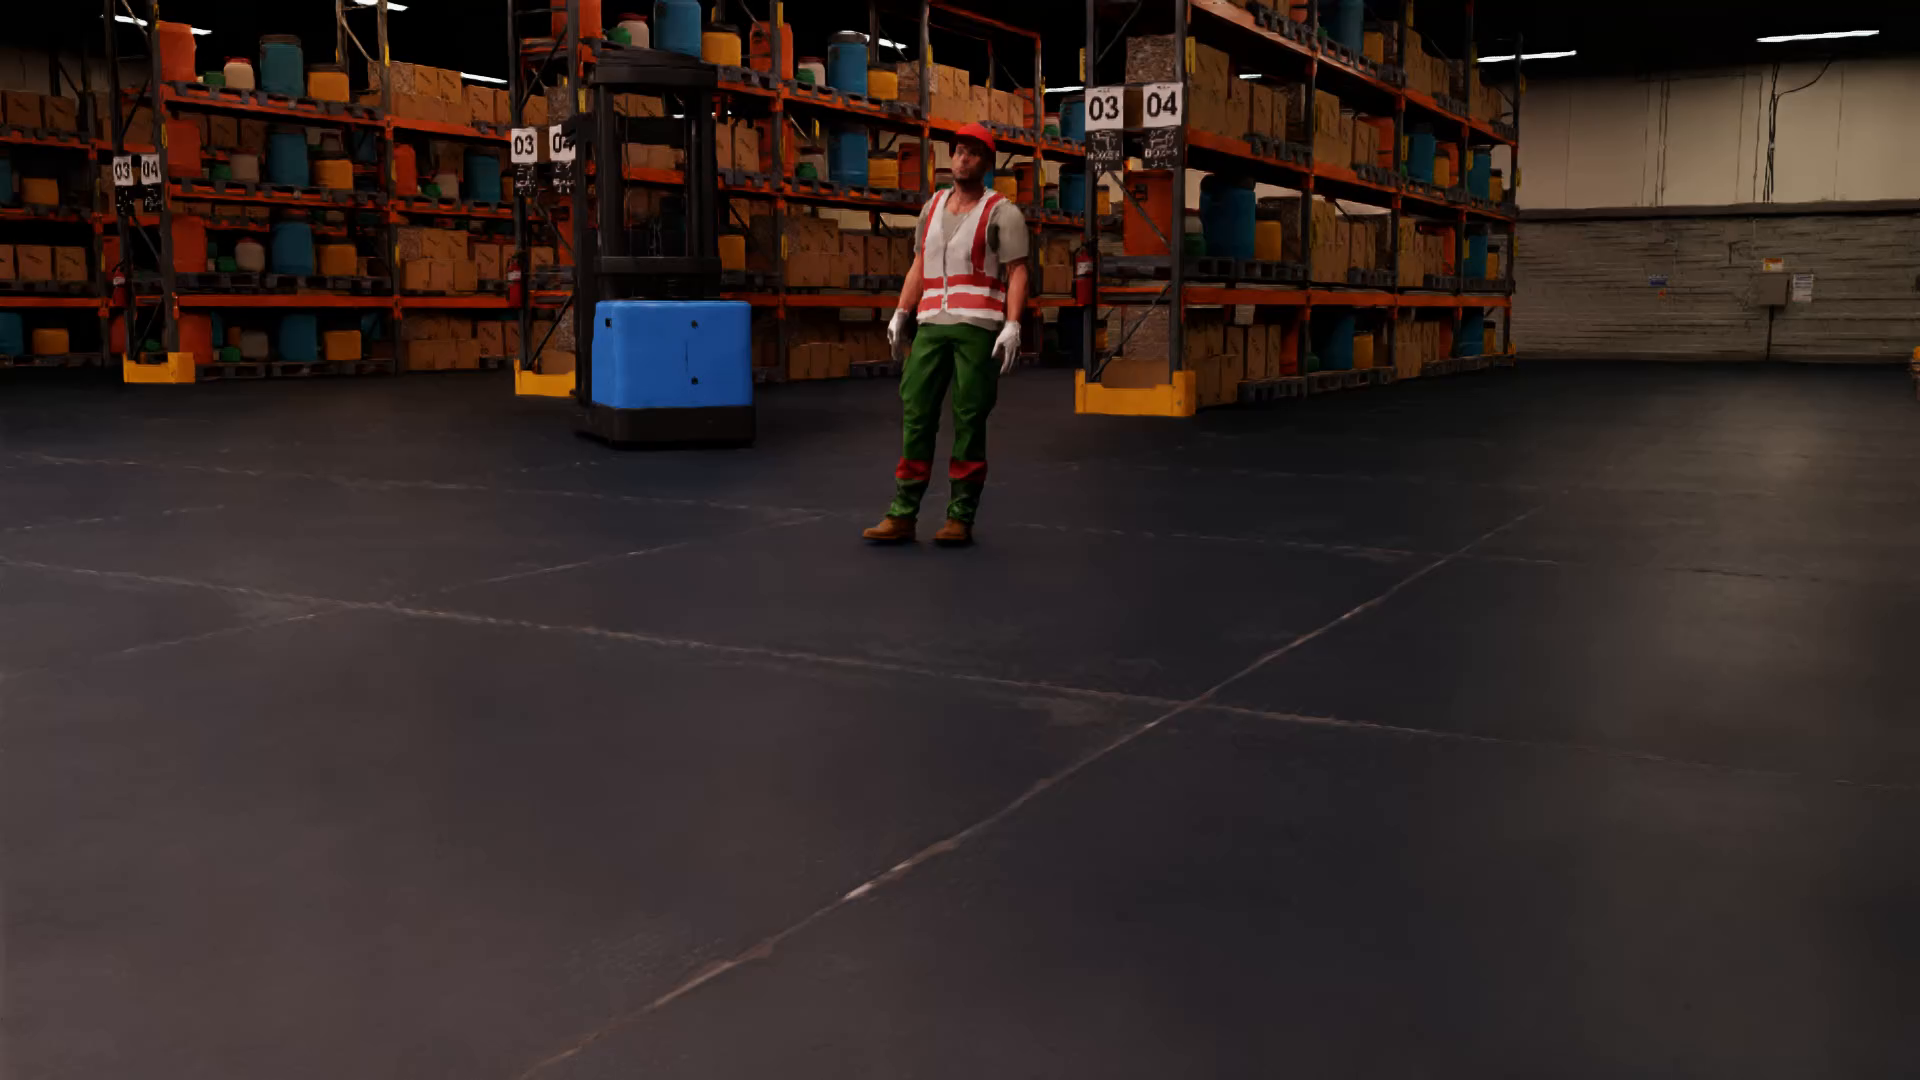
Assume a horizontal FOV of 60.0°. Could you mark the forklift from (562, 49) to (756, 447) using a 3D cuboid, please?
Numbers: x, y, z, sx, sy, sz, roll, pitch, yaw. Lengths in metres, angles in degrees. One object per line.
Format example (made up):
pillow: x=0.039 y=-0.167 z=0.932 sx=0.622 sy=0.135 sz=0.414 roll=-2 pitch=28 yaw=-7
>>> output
forklift: x=-2.530 y=-2.301 z=13.263 sx=1.130 sy=2.935 sz=3.031 roll=-3 pitch=8 yaw=-22

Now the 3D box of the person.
person: x=-0.049 y=-0.884 z=7.126 sx=0.637 sy=1.787 sz=0.563 roll=4 pitch=9 yaw=29
